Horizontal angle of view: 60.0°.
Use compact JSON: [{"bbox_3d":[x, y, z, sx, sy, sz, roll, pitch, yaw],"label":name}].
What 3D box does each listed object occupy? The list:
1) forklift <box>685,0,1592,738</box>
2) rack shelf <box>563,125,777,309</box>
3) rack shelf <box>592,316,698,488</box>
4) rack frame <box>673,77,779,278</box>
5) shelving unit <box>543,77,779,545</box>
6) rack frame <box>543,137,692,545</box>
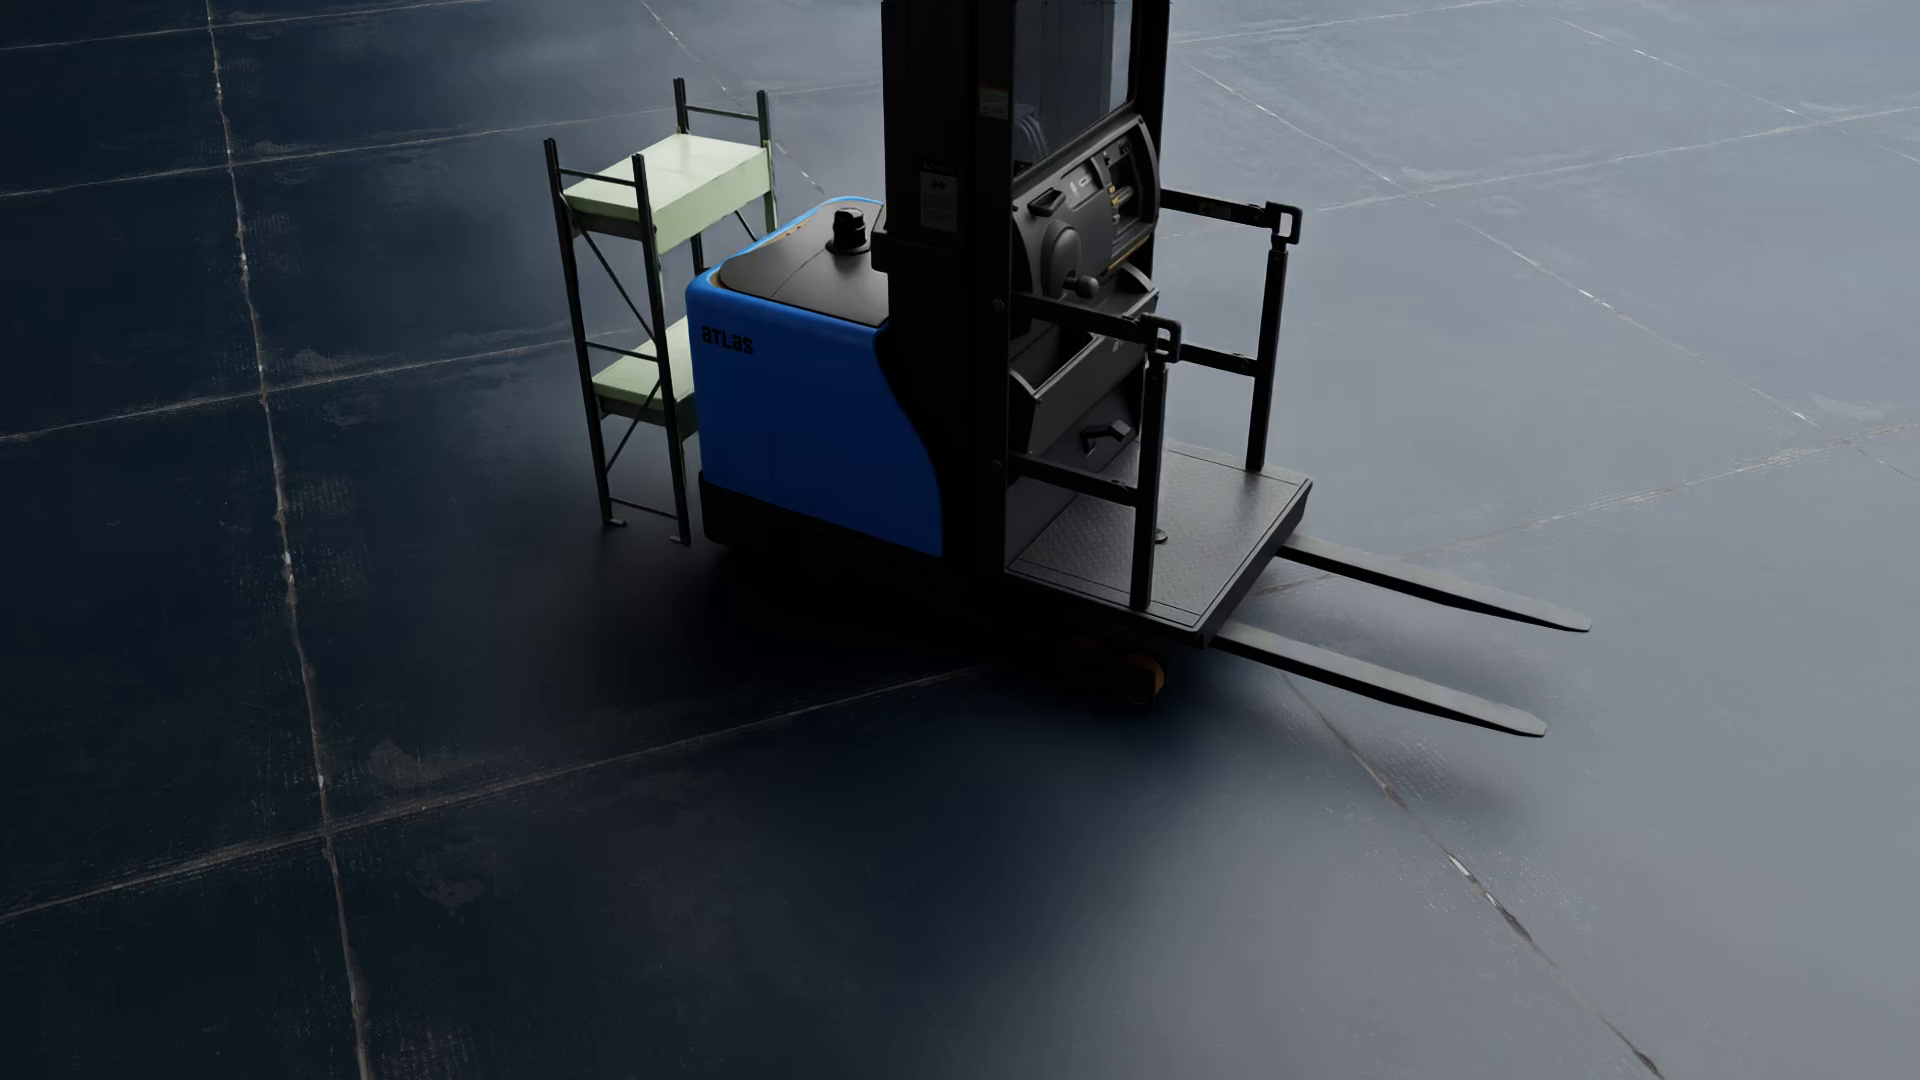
[{"bbox_3d":[0.585,-1.025,5.138,3.031,2.935,1.130,17,37,25],"label":"forklift"},{"bbox_3d":[-1.035,-1.170,5.949,0.431,0.370,0.720,15,36,24],"label":"rack shelf"},{"bbox_3d":[-1.022,-0.566,6.334,0.431,0.370,0.720,15,36,24],"label":"rack shelf"},{"bbox_3d":[-0.858,-1.018,6.431,0.400,1.500,0.023,15,36,24],"label":"rack frame"},{"bbox_3d":[-1.028,-0.841,6.159,0.431,1.500,0.755,15,36,24],"label":"shelving unit"},{"bbox_3d":[-1.198,-0.664,5.887,0.400,1.500,0.023,15,36,24],"label":"rack frame"}]
